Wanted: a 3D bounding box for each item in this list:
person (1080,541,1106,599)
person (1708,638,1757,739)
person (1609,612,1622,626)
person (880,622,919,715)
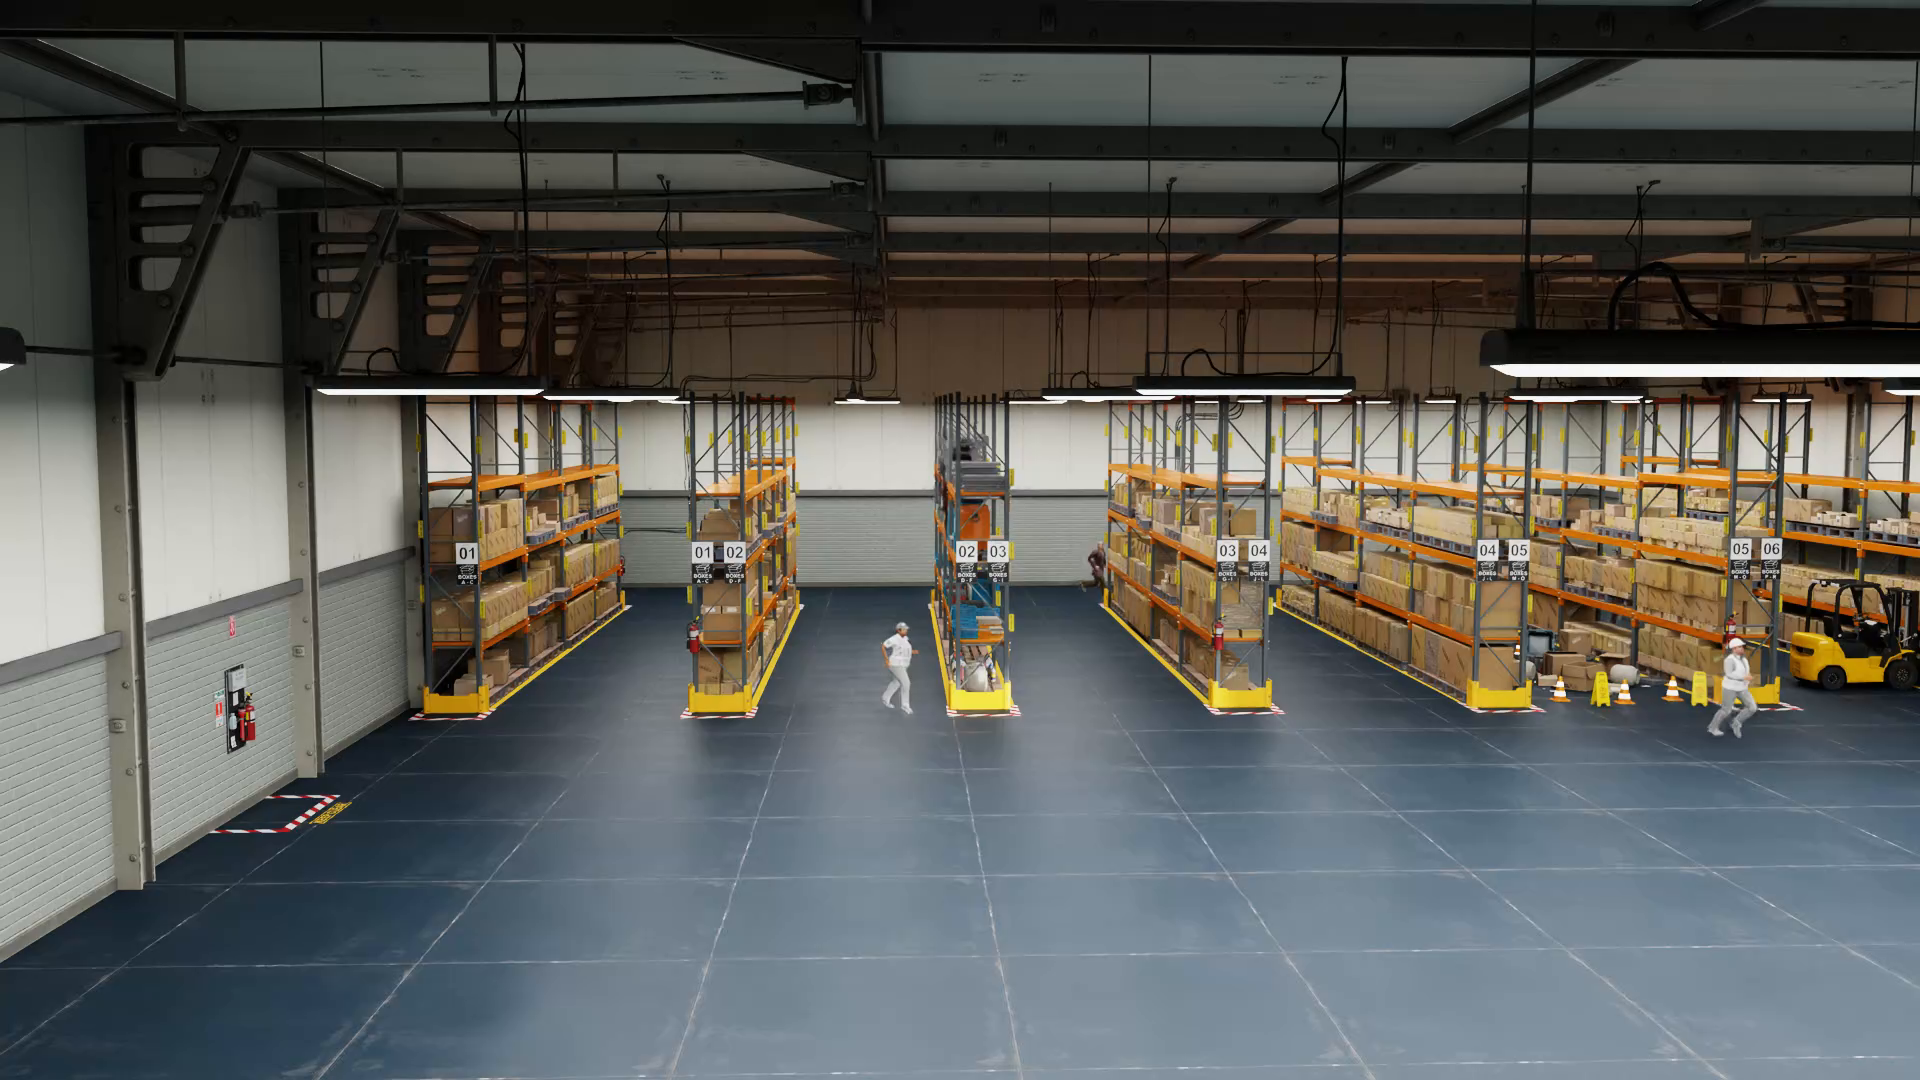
[{"bbox_3d":[4.034,0.912,49.475,1.074,1.777,0.712,3,5,33],"label":"person"},{"bbox_3d":[13.344,2.546,28.582,0.669,1.746,0.845,-2,5,-27],"label":"person"},{"bbox_3d":[17.085,1.461,43.294,0.567,1.606,0.698,-1,5,-11],"label":"person"},{"bbox_3d":[-1.152,2.397,31.160,0.846,1.724,0.575,2,5,25],"label":"person"}]
